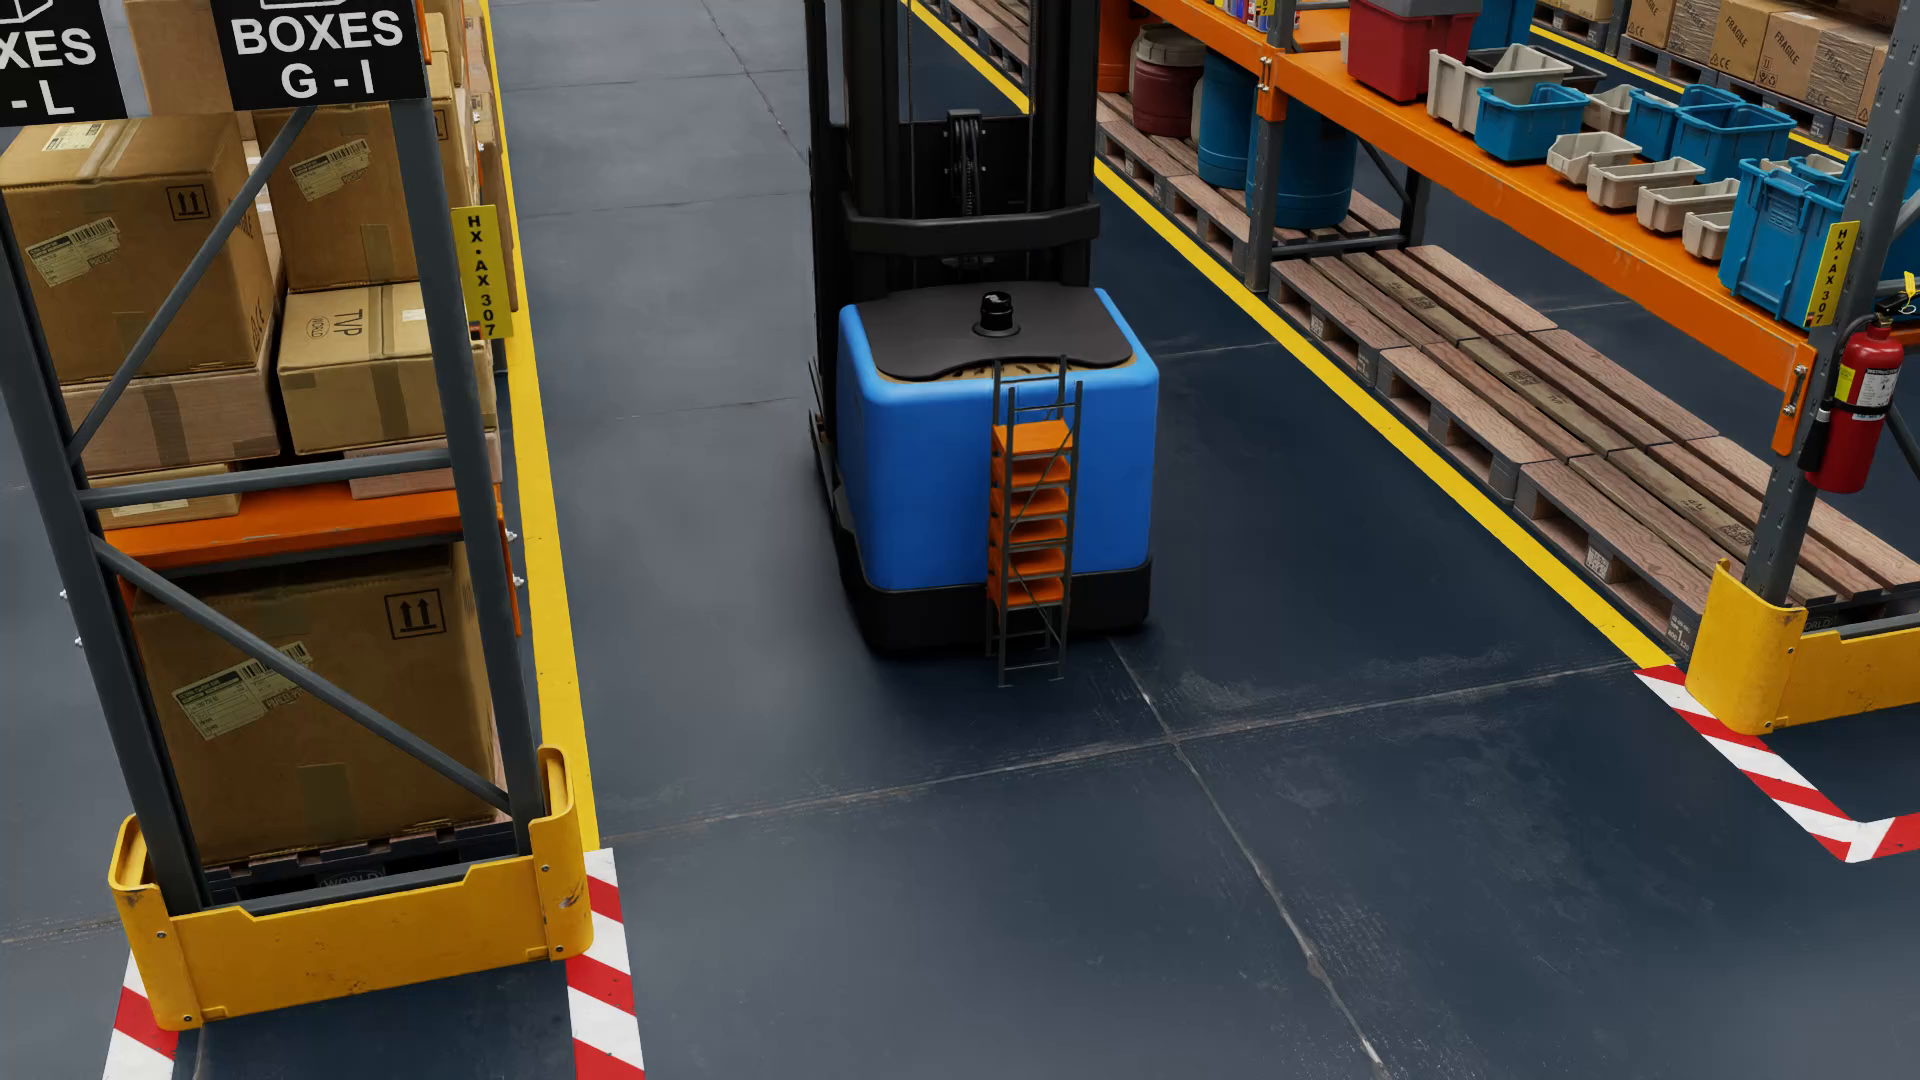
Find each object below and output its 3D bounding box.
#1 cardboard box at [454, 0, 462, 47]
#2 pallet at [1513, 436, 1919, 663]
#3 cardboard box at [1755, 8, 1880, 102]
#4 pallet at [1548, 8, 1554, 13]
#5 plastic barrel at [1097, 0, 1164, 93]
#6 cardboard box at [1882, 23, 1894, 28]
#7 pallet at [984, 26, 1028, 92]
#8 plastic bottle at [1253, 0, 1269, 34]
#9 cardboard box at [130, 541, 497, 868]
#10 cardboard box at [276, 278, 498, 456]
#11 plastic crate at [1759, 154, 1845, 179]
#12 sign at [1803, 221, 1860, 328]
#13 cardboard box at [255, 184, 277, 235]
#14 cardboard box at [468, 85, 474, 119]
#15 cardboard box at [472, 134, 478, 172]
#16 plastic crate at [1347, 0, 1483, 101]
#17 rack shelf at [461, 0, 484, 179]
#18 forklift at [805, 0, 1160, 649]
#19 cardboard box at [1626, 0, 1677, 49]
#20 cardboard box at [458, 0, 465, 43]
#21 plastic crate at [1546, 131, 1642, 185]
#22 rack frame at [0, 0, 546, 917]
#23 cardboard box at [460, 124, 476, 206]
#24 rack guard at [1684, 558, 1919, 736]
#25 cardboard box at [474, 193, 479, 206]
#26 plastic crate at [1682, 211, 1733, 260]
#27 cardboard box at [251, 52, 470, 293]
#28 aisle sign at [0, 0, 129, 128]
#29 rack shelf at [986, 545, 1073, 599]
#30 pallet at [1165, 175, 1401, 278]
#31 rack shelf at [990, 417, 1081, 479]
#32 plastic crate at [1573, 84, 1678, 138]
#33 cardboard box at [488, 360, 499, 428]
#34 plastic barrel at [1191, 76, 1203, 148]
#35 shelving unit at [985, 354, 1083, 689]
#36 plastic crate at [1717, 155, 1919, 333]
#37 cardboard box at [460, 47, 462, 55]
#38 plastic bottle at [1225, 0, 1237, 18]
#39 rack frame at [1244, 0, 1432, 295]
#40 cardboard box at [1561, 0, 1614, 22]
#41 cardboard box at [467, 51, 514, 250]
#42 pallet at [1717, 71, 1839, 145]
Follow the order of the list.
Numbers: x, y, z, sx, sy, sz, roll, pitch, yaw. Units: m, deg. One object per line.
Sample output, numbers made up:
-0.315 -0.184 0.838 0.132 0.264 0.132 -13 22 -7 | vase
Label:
-2.333 -2.276 6.791 0.500 0.500 0.500 -7 31 -12 | cardboard box
2.943 0.003 6.534 1.003 0.211 1.213 -8 31 -13 | pallet
6.039 -3.425 11.730 0.500 0.500 0.500 -9 31 -15 | cardboard box
5.276 -5.105 15.359 1.003 0.211 1.213 -8 31 -13 | pallet
1.147 -3.673 11.848 0.600 0.830 0.708 -8 31 -13 | plastic barrel
6.668 -3.262 11.448 0.500 0.500 0.500 -7 31 -13 | cardboard box
0.832 -3.837 13.168 1.003 0.211 1.213 -8 31 -13 | pallet
1.646 -2.826 8.762 0.152 0.276 0.135 -8 31 -13 | plastic bottle
-1.898 0.298 4.943 0.875 0.875 0.875 -8 31 -13 | cardboard box
-1.518 -0.473 4.426 0.500 0.250 0.500 -9 31 -15 | cardboard box
3.191 -1.369 6.324 0.250 0.136 0.298 -8 31 -13 | plastic crate
2.598 -0.790 4.958 0.100 0.325 0.005 -8 31 -13 | sign
-2.305 -0.895 5.155 0.500 0.250 0.500 -9 31 -15 | cardboard box
-2.316 -1.861 7.222 0.380 0.149 0.250 -8 31 -13 | cardboard box
-2.111 -1.489 6.579 0.380 0.149 0.250 -7 31 -12 | cardboard box
2.057 -2.321 7.643 0.402 0.464 0.583 -8 31 -13 | plastic crate
-3.244 -2.728 9.188 1.077 0.370 4.000 -8 31 -13 | rack shelf
-0.066 -1.601 6.589 1.130 2.935 3.031 -5 30 -9 | forklift
5.623 -4.172 13.019 0.500 0.500 0.500 -7 31 -11 | cardboard box
-2.861 -2.857 8.592 0.500 0.500 0.500 -9 31 -14 | cardboard box
2.476 -1.496 6.543 0.298 0.136 0.250 -8 31 -13 | plastic crate
-1.651 -0.142 4.001 1.000 3.000 0.127 -8 31 -13 | rack frame
-1.936 -1.218 5.713 0.500 0.250 0.500 -8 31 -14 | cardboard box
3.143 0.291 5.748 1.175 0.500 0.348 -8 31 -13 | rack guard
-1.908 -1.118 5.937 0.380 0.149 0.250 -7 31 -12 | cardboard box
2.733 -1.082 5.828 0.396 0.136 0.243 -8 31 -13 | plastic crate
-1.651 -1.039 4.656 0.500 0.500 0.500 -9 31 -14 | cardboard box
-1.921 -1.192 3.220 0.394 0.787 0.004 -8 31 -13 | aisle sign
0.236 0.096 5.703 0.258 0.103 0.180 -7 35 -11 | rack shelf
1.898 -1.904 9.828 1.003 0.211 1.213 -8 31 -13 | pallet
0.244 -0.302 5.435 0.258 0.103 0.180 -7 35 -11 | rack shelf
2.814 -1.843 7.143 0.293 0.136 0.466 -8 31 -13 | plastic crate
-1.497 -0.372 4.649 0.380 0.149 0.250 -8 31 -14 | cardboard box
1.683 -2.729 10.535 0.421 0.512 0.421 0 30 0 | plastic barrel
0.239 -0.040 5.611 0.258 1.200 0.189 -7 35 -11 | shelving unit
2.855 -0.979 5.351 0.616 0.435 0.499 -8 31 -13 | plastic crate
-2.343 -1.959 6.993 0.500 0.250 0.500 -8 31 -14 | cardboard box
1.549 -3.002 9.067 0.152 0.276 0.135 -8 31 -13 | plastic bottle
2.062 -2.732 8.476 1.000 3.000 0.127 -8 31 -13 | rack frame
5.402 -4.534 13.915 0.500 0.250 0.500 -7 31 -12 | cardboard box
-3.140 -2.074 9.040 1.225 0.875 0.875 -9 31 -15 | cardboard box
6.259 -3.160 11.999 1.003 0.211 1.213 -8 31 -13 | pallet
